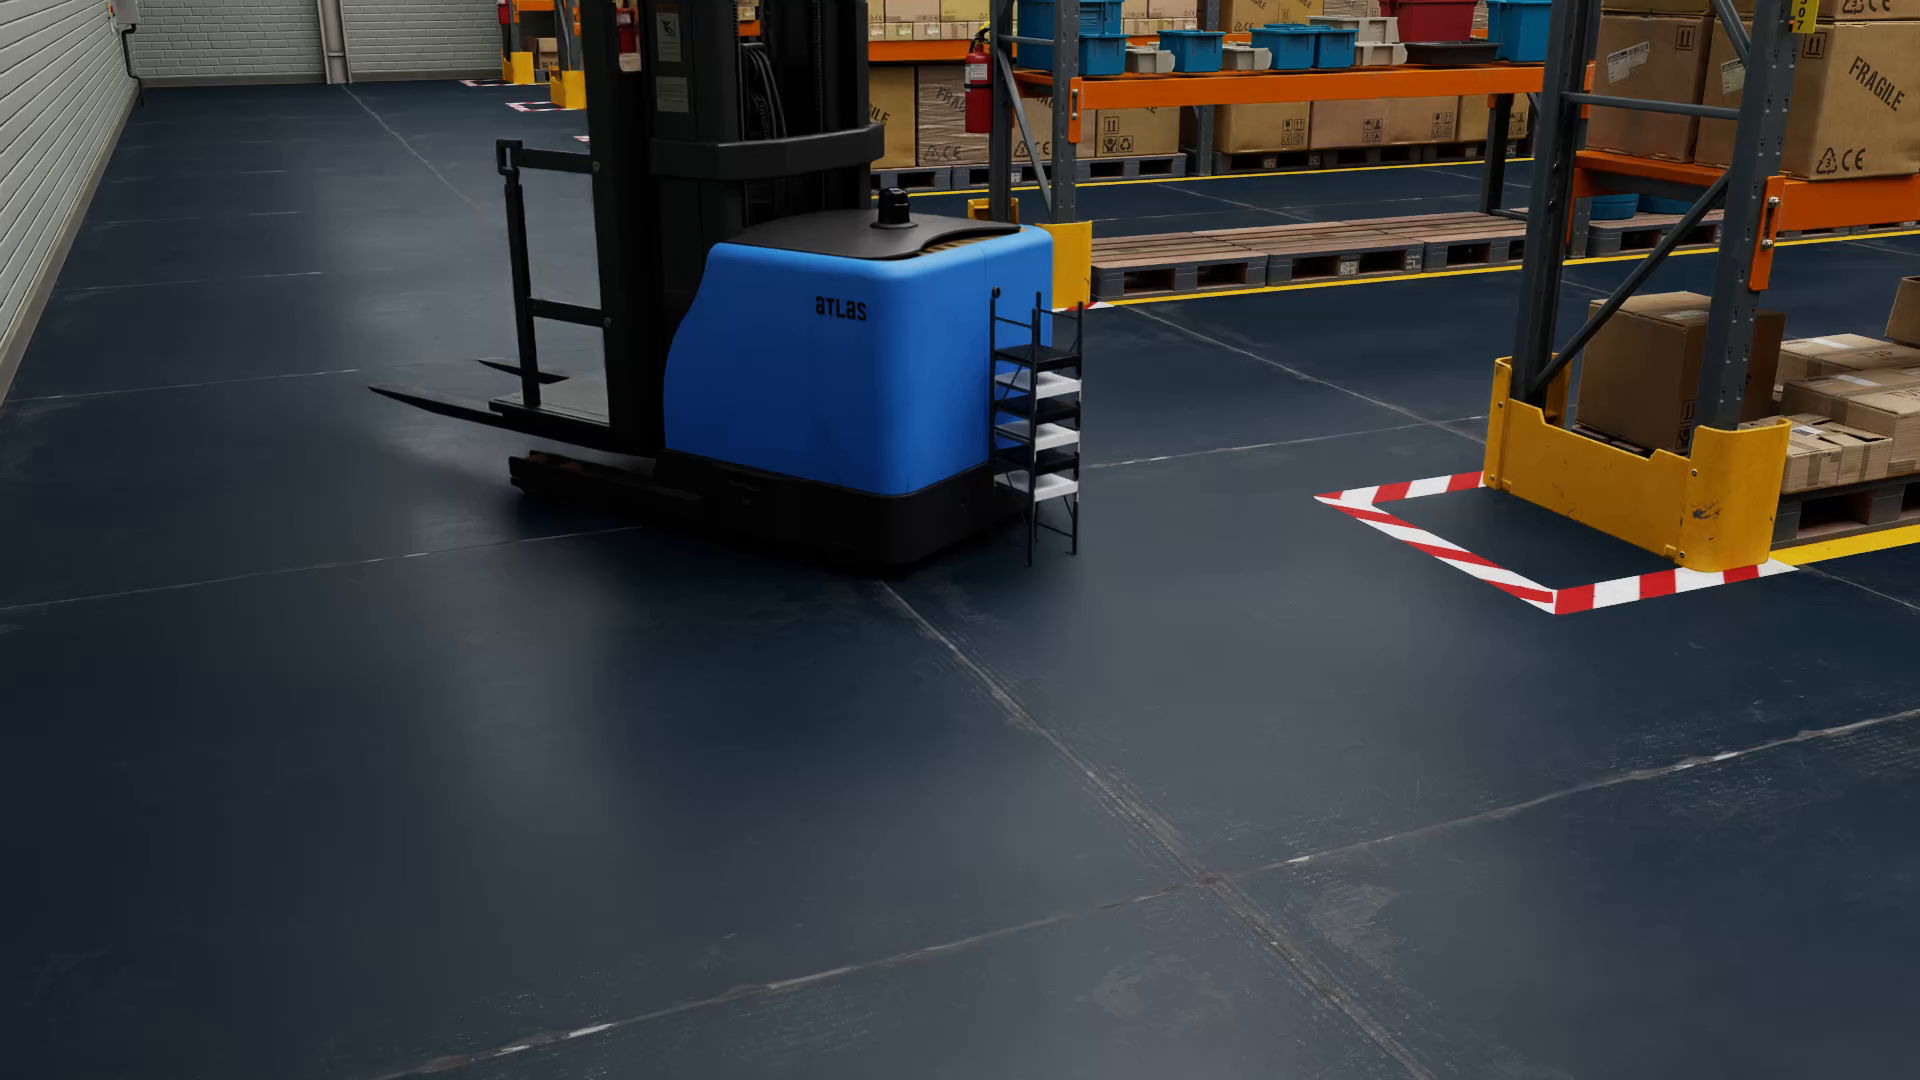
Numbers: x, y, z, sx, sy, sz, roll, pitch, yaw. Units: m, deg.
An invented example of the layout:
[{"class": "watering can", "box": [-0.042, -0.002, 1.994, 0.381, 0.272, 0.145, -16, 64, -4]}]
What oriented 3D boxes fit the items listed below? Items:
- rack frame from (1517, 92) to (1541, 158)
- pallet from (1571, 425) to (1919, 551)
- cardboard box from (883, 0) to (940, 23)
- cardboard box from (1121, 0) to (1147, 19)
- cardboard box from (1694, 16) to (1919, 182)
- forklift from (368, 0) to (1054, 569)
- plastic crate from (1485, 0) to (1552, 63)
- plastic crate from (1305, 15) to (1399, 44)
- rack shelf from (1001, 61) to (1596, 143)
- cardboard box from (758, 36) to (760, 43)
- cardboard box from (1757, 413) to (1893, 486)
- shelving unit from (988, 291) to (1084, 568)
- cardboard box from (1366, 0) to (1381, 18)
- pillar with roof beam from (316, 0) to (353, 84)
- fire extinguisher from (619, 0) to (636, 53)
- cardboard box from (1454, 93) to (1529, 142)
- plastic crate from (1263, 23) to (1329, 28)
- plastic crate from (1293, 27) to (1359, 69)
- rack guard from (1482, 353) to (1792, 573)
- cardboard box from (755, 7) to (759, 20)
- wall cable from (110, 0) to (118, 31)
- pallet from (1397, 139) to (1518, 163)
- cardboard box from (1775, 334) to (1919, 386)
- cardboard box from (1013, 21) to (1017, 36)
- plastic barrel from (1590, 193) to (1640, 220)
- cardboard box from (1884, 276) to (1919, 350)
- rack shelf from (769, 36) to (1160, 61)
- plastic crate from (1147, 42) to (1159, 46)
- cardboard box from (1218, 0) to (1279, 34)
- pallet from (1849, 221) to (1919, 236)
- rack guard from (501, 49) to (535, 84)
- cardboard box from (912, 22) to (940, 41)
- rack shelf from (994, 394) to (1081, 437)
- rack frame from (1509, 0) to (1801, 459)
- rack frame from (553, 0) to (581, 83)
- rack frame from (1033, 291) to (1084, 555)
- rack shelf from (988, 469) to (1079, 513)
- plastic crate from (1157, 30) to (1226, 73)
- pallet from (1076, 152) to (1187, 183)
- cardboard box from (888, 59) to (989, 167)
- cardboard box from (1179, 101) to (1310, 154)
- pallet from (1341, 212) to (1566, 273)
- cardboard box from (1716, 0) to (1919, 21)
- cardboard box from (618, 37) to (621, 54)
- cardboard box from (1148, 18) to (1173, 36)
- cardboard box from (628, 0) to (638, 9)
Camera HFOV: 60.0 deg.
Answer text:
[{"class": "rack frame", "box": [5.820, -5.560, 17.297, 0.127, 3.000, 1.000, -8, 21, -22]}, {"class": "pallet", "box": [3.196, -0.286, 6.517, 1.213, 0.211, 1.003, -8, 21, -22]}, {"class": "cardboard box", "box": [-0.504, -4.628, 14.429, 0.500, 0.250, 0.500, -8, 21, -23]}, {"class": "cardboard box", "box": [1.371, -4.896, 15.190, 0.500, 0.250, 0.500, -7, 21, -20]}, {"class": "cardboard box", "box": [2.906, -1.511, 5.647, 0.500, 0.500, 0.500, -8, 21, -21]}, {"class": "forklift", "box": [-1.149, -1.647, 6.285, 3.031, 2.935, 1.130, 13, 23, 32]}, {"class": "plastic crate", "box": [3.815, -3.379, 11.035, 0.575, 0.384, 0.392, -8, 21, -22]}, {"class": "plastic crate", "box": [2.634, -3.351, 11.111, 0.530, 0.282, 0.437, -8, 21, -22]}, {"class": "rack shelf", "box": [2.272, -2.921, 10.885, 4.000, 0.370, 1.077, -8, 21, -22]}, {"class": "cardboard box", "box": [-3.215, -8.583, 29.014, 0.500, 0.500, 0.500, -7, 21, -20]}, {"class": "cardboard box", "box": [3.145, -0.341, 6.076, 0.250, 0.166, 0.380, -8, 21, -22]}, {"class": "shelving unit", "box": [0.257, -0.381, 5.742, 0.210, 0.900, 0.258, -14, 24, -35]}, {"class": "cardboard box", "box": [4.061, -5.267, 16.314, 0.500, 0.500, 0.500, -8, 21, -21]}, {"class": "pillar with roof beam", "box": [-8.549, -10.480, 22.237, 0.400, 9.000, 9.100, -8, 21, -22]}, {"class": "fire extinguisher", "box": [-3.812, -5.929, 19.022, 0.183, 0.674, 0.296, -8, 21, -22]}, {"class": "cardboard box", "box": [5.178, -4.672, 17.340, 0.875, 0.875, 1.225, -9, 21, -24]}, {"class": "plastic crate", "box": [2.220, -3.295, 11.025, 0.300, 0.233, 0.416, -8, 21, -22]}, {"class": "plastic crate", "box": [2.277, -3.091, 10.447, 0.300, 0.233, 0.416, -8, 21, -22]}, {"class": "rack guard", "box": [2.464, -0.317, 6.170, 0.348, 0.500, 1.175, -8, 21, -22]}, {"class": "cardboard box", "box": [-2.301, -5.999, 18.921, 0.250, 0.149, 0.380, -7, 21, -19]}, {"class": "wall cable", "box": [-11.192, -7.691, 21.819, 0.122, 1.984, 0.588, -8, 21, -22]}, {"class": "pallet", "box": [5.066, -4.164, 17.530, 1.213, 0.211, 1.003, -8, 21, -22]}, {"class": "cardboard box", "box": [3.680, -0.659, 6.856, 0.500, 0.250, 0.500, -8, 21, -22]}, {"class": "cardboard box", "box": [0.342, -4.538, 14.772, 0.250, 0.149, 0.380, -9, 21, -23]}, {"class": "plastic barrel", "box": [4.615, -2.798, 11.980, 0.708, 0.901, 0.600, -8, 21, -22]}, {"class": "cardboard box", "box": [4.344, -0.794, 6.856, 0.637, 0.503, 0.797, -8, 21, -22]}, {"class": "rack shelf", "box": [0.310, -4.431, 15.174, 4.000, 0.370, 1.077, -8, 21, -22]}, {"class": "plastic crate", "box": [1.385, -3.097, 10.609, 0.243, 0.136, 0.396, -8, 21, -22]}, {"class": "cardboard box", "box": [2.668, -5.065, 15.741, 0.500, 0.500, 0.500, -8, 21, -22]}, {"class": "pallet", "box": [7.074, -2.618, 13.139, 1.213, 0.211, 1.003, -8, 21, -22]}, {"class": "rack guard", "box": [-7.351, -7.874, 27.632, 0.348, 0.500, 1.175, -8, 21, -22]}, {"class": "cardboard box", "box": [-0.360, -4.438, 14.488, 0.250, 0.149, 0.380, -8, 21, -23]}, {"class": "rack shelf", "box": [0.257, -0.435, 5.723, 0.200, 0.077, 0.258, -14, 24, -35]}, {"class": "rack frame", "box": [2.394, -1.486, 5.727, 0.127, 3.000, 1.000, -8, 21, -22]}, {"class": "rack frame", "box": [-5.451, -7.530, 22.891, 0.127, 3.000, 1.000, -8, 21, -22]}, {"class": "rack frame", "box": [0.338, -0.402, 5.801, 0.006, 0.900, 0.240, -14, 24, -35]}, {"class": "rack shelf", "box": [0.257, -0.180, 5.812, 0.200, 0.077, 0.258, -14, 24, -35]}, {"class": "plastic crate", "box": [1.397, -2.965, 10.089, 0.300, 0.233, 0.416, -8, 21, -22]}, {"class": "pallet", "box": [1.418, -3.642, 16.049, 1.213, 0.211, 1.003, -8, 21, -22]}, {"class": "cardboard box", "box": [-0.135, -3.932, 15.239, 0.875, 0.875, 0.875, -8, 21, -22]}, {"class": "cardboard box", "box": [2.726, -4.320, 16.342, 0.875, 0.875, 1.225, -8, 21, -22]}, {"class": "pallet", "box": [3.449, -2.100, 11.667, 1.213, 0.211, 1.003, -8, 21, -22]}, {"class": "cardboard box", "box": [2.906, -1.983, 5.481, 0.500, 0.500, 0.500, -7, 21, -20]}, {"class": "cardboard box", "box": [-6.022, -8.214, 27.966, 0.500, 0.500, 0.700, -7, 21, -20]}, {"class": "cardboard box", "box": [1.760, -4.741, 15.350, 0.250, 0.149, 0.380, -8, 21, -21]}, {"class": "cardboard box", "box": [-4.444, -7.627, 23.018, 0.500, 0.500, 0.500, -8, 21, -23]}]
